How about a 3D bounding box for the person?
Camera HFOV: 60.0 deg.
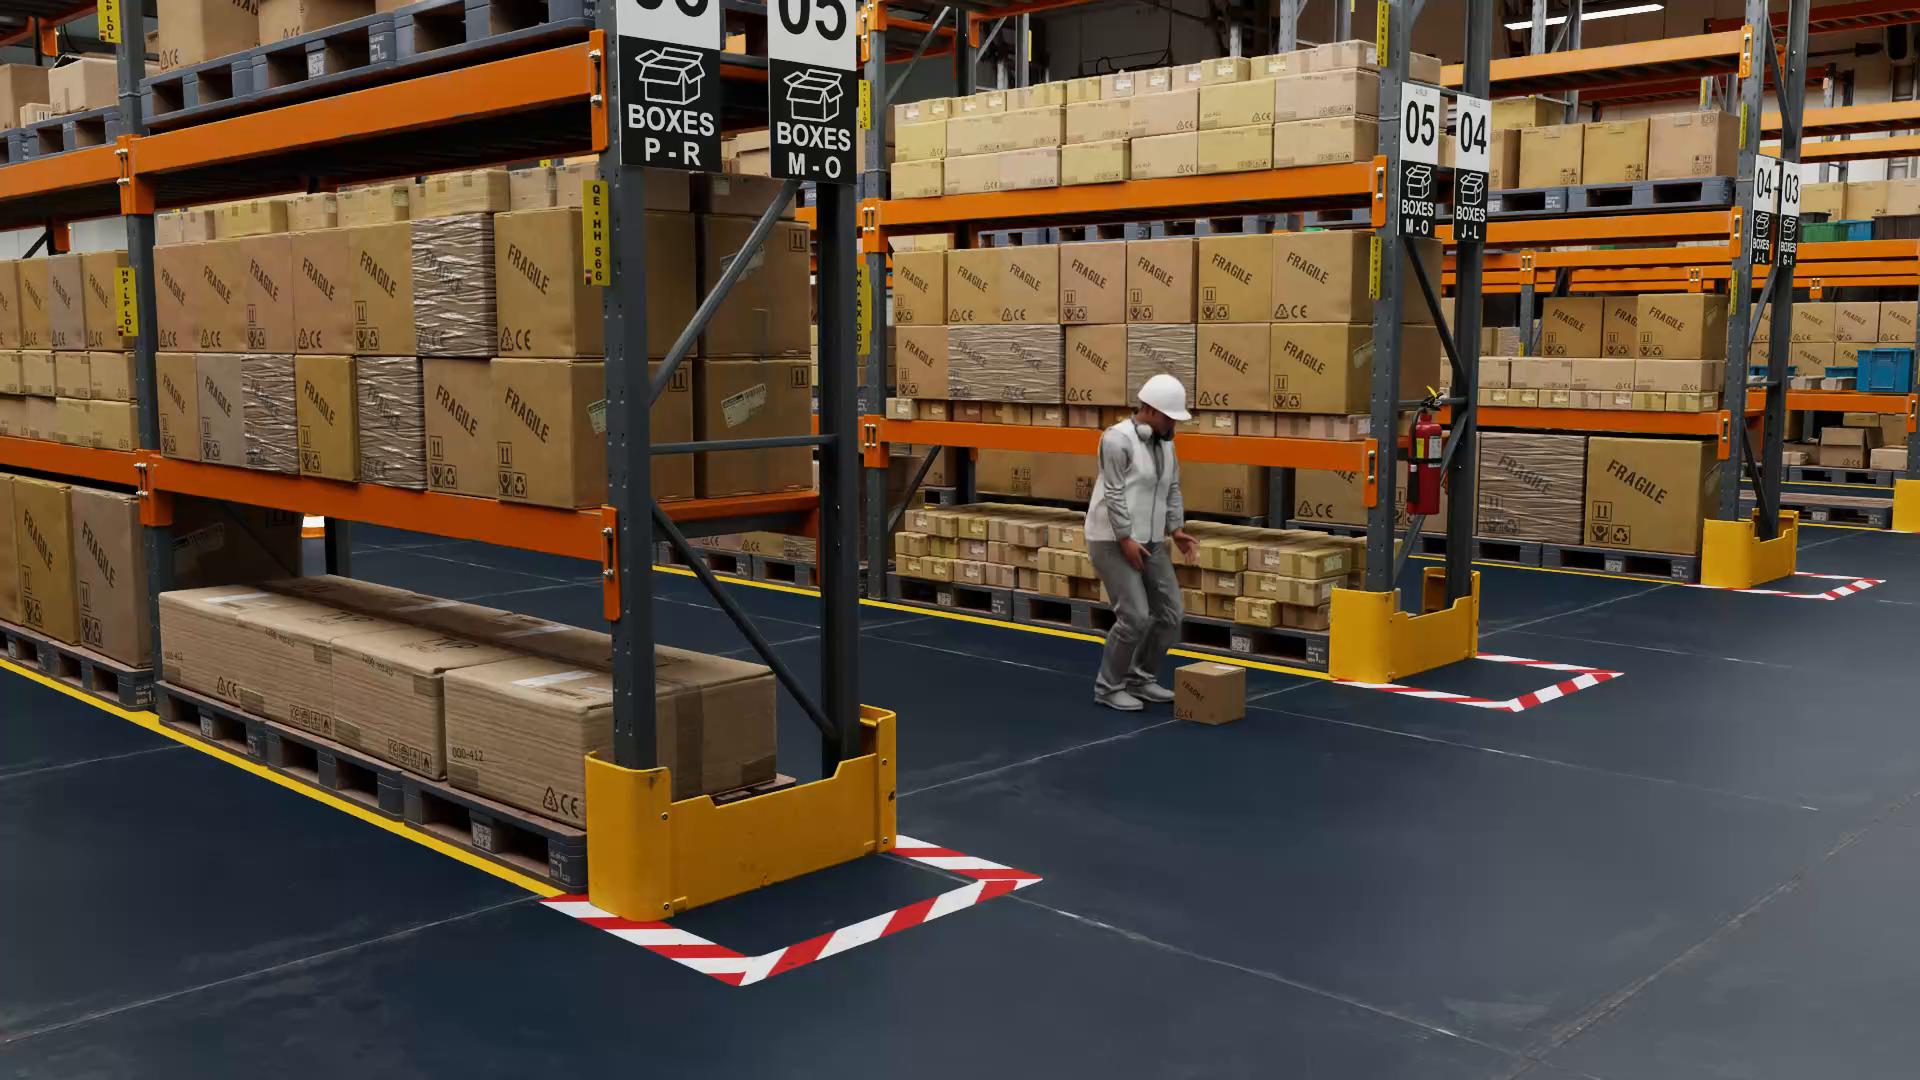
[{"bbox_3d":[0.930,0.003,8.482,0.566,1.695,0.516,-7,10,-44],"label":"person"}]
